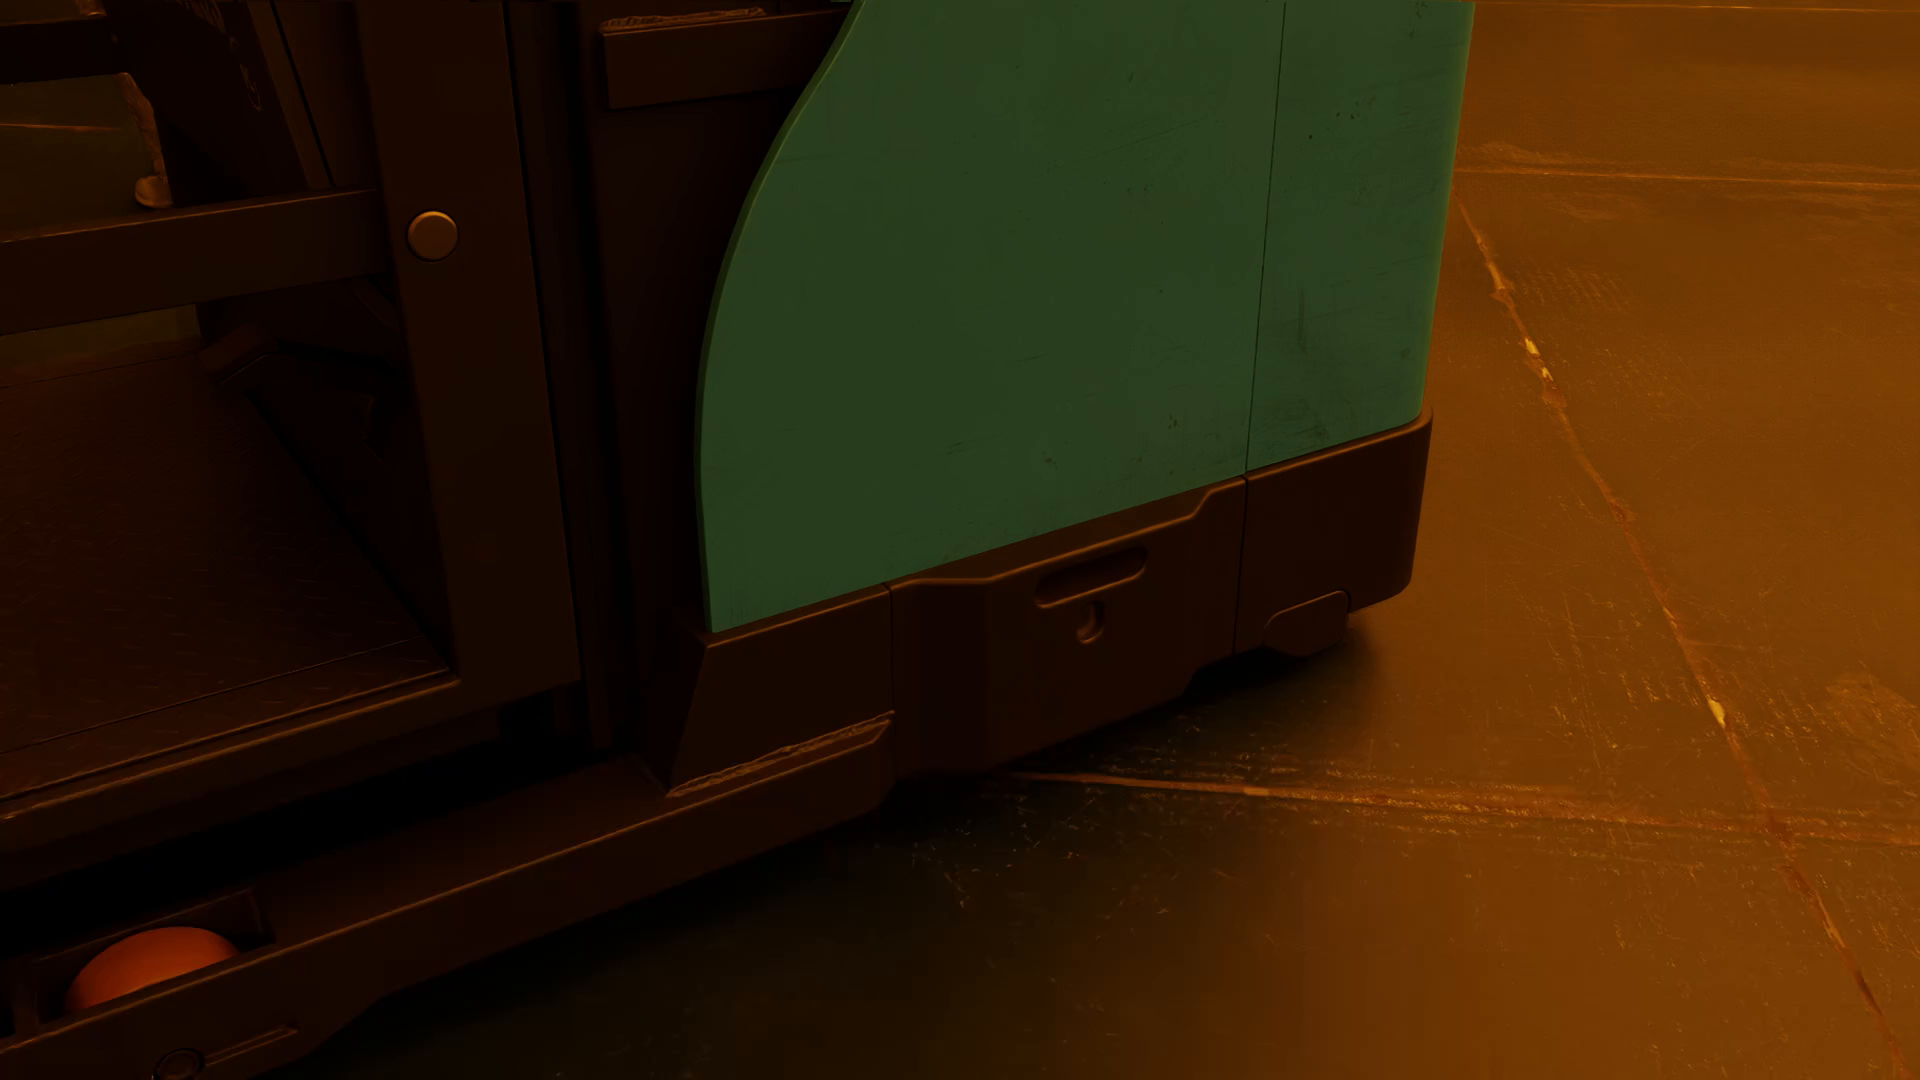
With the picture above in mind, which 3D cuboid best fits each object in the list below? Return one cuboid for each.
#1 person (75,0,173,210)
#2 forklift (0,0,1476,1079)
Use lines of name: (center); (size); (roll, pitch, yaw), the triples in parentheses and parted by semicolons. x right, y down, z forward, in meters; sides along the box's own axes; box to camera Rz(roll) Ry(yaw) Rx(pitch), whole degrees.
person: (-1.969, -1.635, 3.868); (0.495, 1.791, 0.889); (17, 31, 30)
forklift: (-0.901, -1.020, 1.261); (3.031, 2.935, 1.130); (-16, 31, -30)
